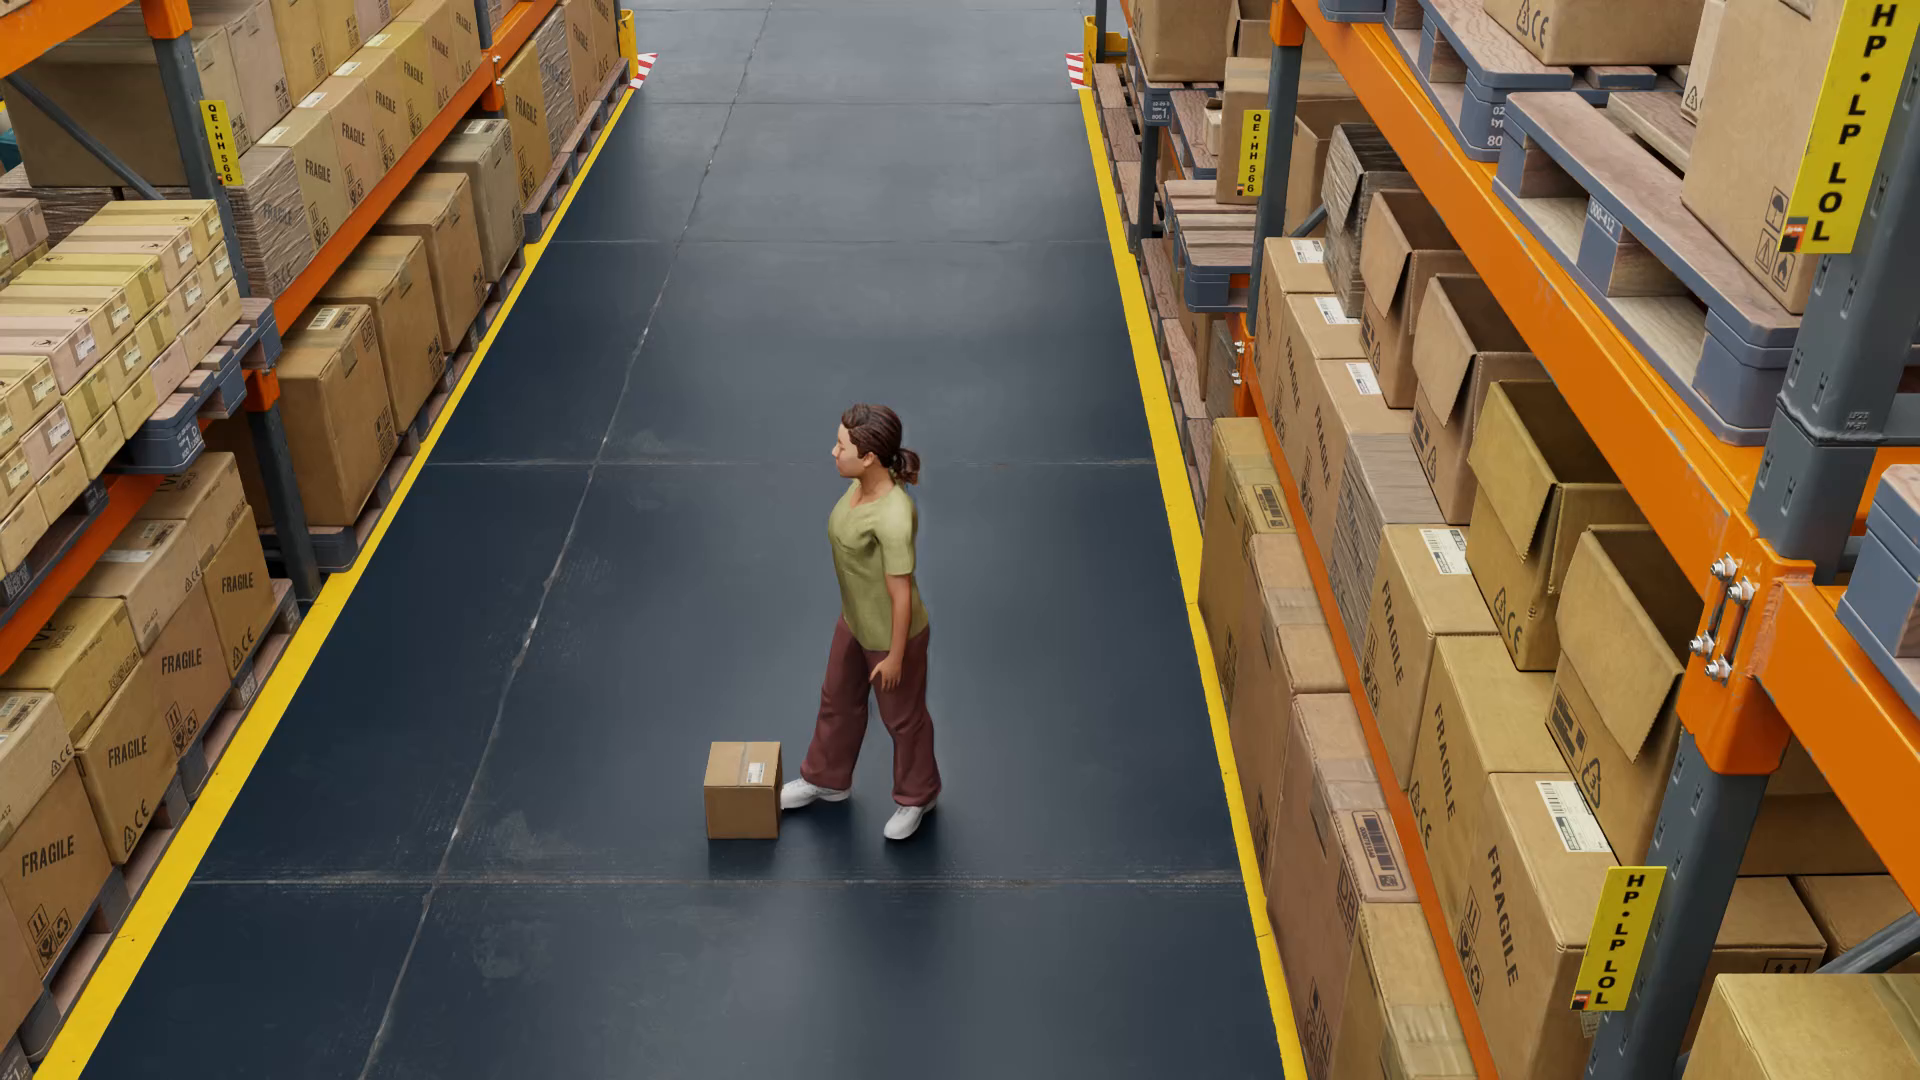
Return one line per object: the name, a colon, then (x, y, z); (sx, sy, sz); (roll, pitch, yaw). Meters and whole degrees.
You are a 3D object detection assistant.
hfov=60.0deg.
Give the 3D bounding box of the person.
person: (-0.294, 0.301, 5.631); (0.396, 1.669, 0.460); (0, 32, 0)
